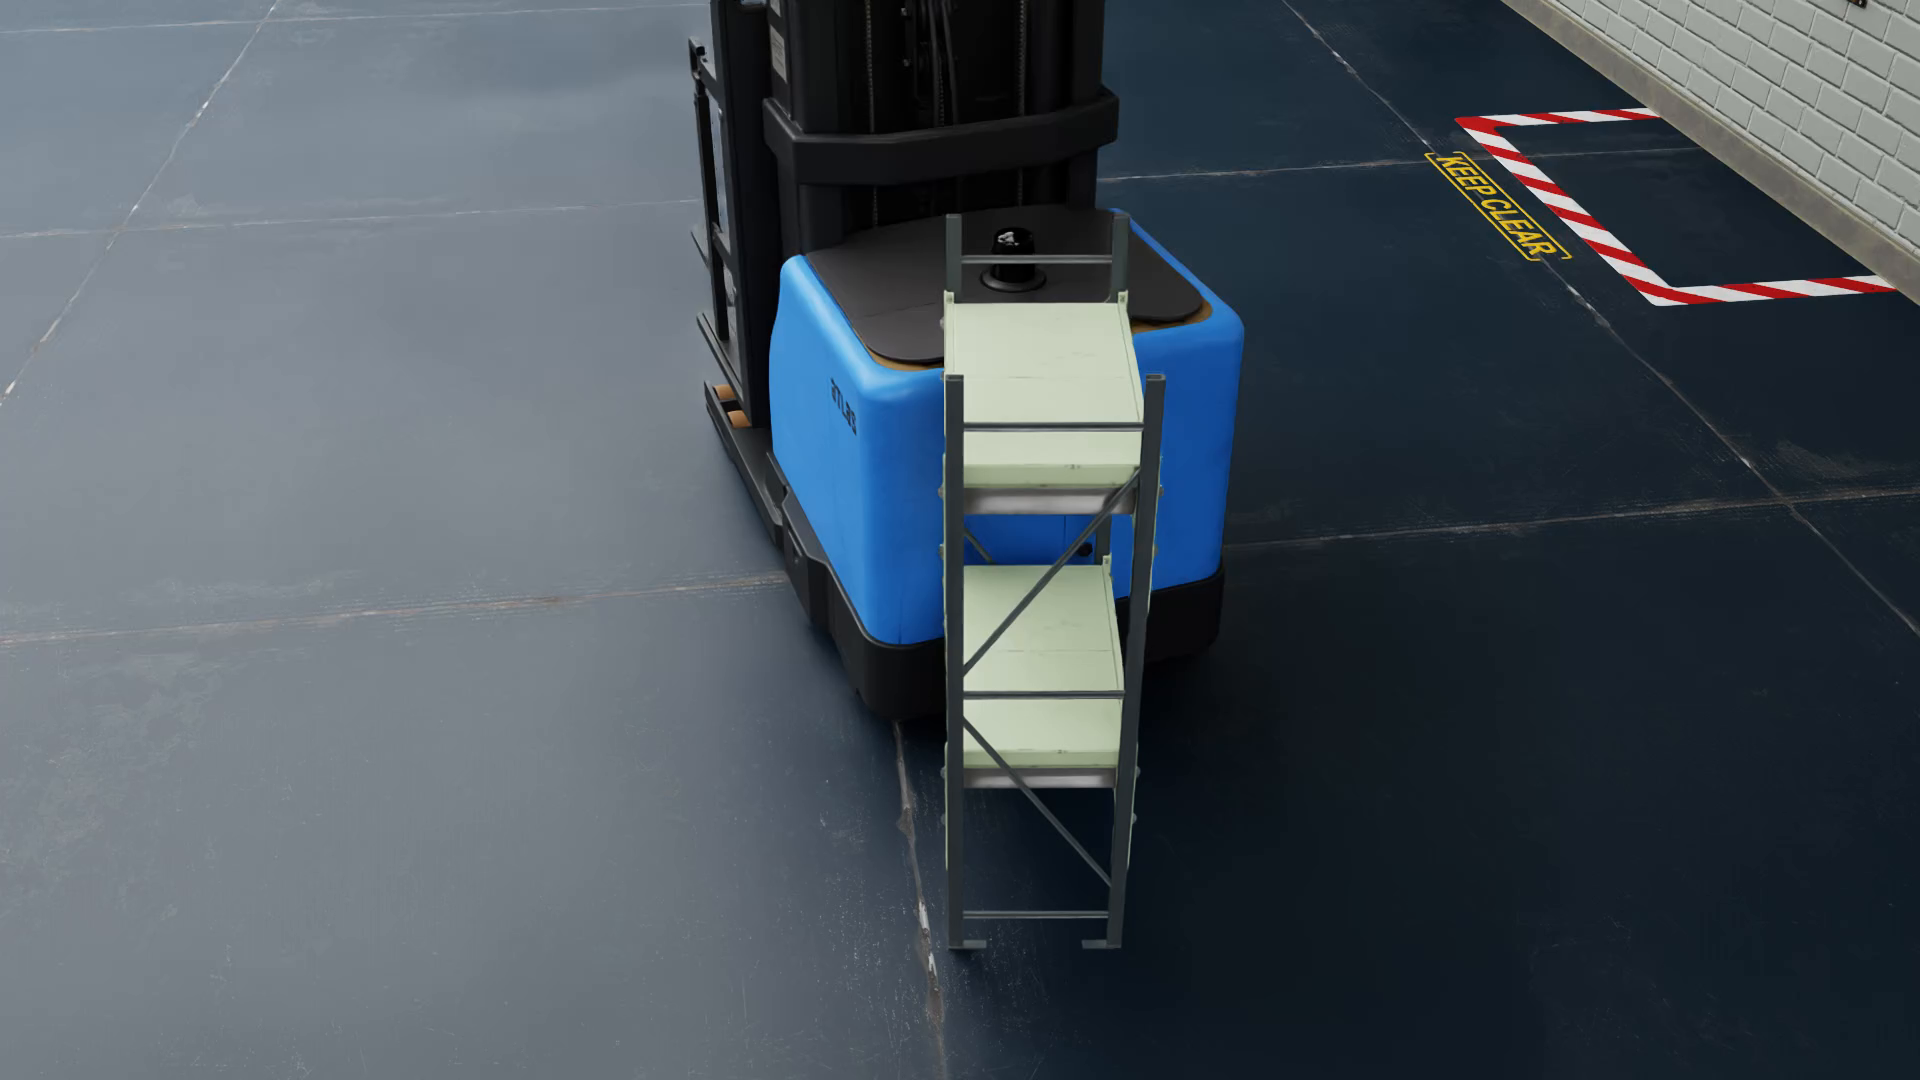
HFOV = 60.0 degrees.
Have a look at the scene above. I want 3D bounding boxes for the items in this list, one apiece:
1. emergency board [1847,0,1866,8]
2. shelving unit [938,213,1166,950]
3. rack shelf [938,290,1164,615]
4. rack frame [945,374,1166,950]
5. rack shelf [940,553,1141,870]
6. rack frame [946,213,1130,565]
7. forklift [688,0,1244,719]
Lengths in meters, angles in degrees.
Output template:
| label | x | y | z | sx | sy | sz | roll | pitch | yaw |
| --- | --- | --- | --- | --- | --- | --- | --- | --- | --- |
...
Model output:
| label | x | y | z | sx | sy | sz | roll | pitch | yaw |
| --- | --- | --- | --- | --- | --- | --- | --- | --- | --- |
| emergency board | 3.594 | -2.841 | 6.755 | 0.157 | 1.169 | 0.626 | -4 | 35 | -6 |
| shelving unit | 0.172 | 0.118 | 3.745 | 0.431 | 1.500 | 0.755 | 0 | 34 | 0 |
| rack shelf | 0.172 | -0.205 | 3.525 | 0.431 | 0.370 | 0.720 | 0 | 34 | 0 |
| rack frame | 0.173 | 0.324 | 3.443 | 0.400 | 1.500 | 0.023 | 0 | 34 | 0 |
| rack shelf | 0.172 | 0.387 | 3.929 | 0.431 | 0.370 | 0.720 | 0 | 34 | 0 |
| rack frame | 0.170 | -0.088 | 4.048 | 0.400 | 1.500 | 0.023 | 0 | 34 | 0 |
| forklift | -0.246 | -1.559 | 4.935 | 1.130 | 2.935 | 3.031 | -12 | 36 | -16 |
